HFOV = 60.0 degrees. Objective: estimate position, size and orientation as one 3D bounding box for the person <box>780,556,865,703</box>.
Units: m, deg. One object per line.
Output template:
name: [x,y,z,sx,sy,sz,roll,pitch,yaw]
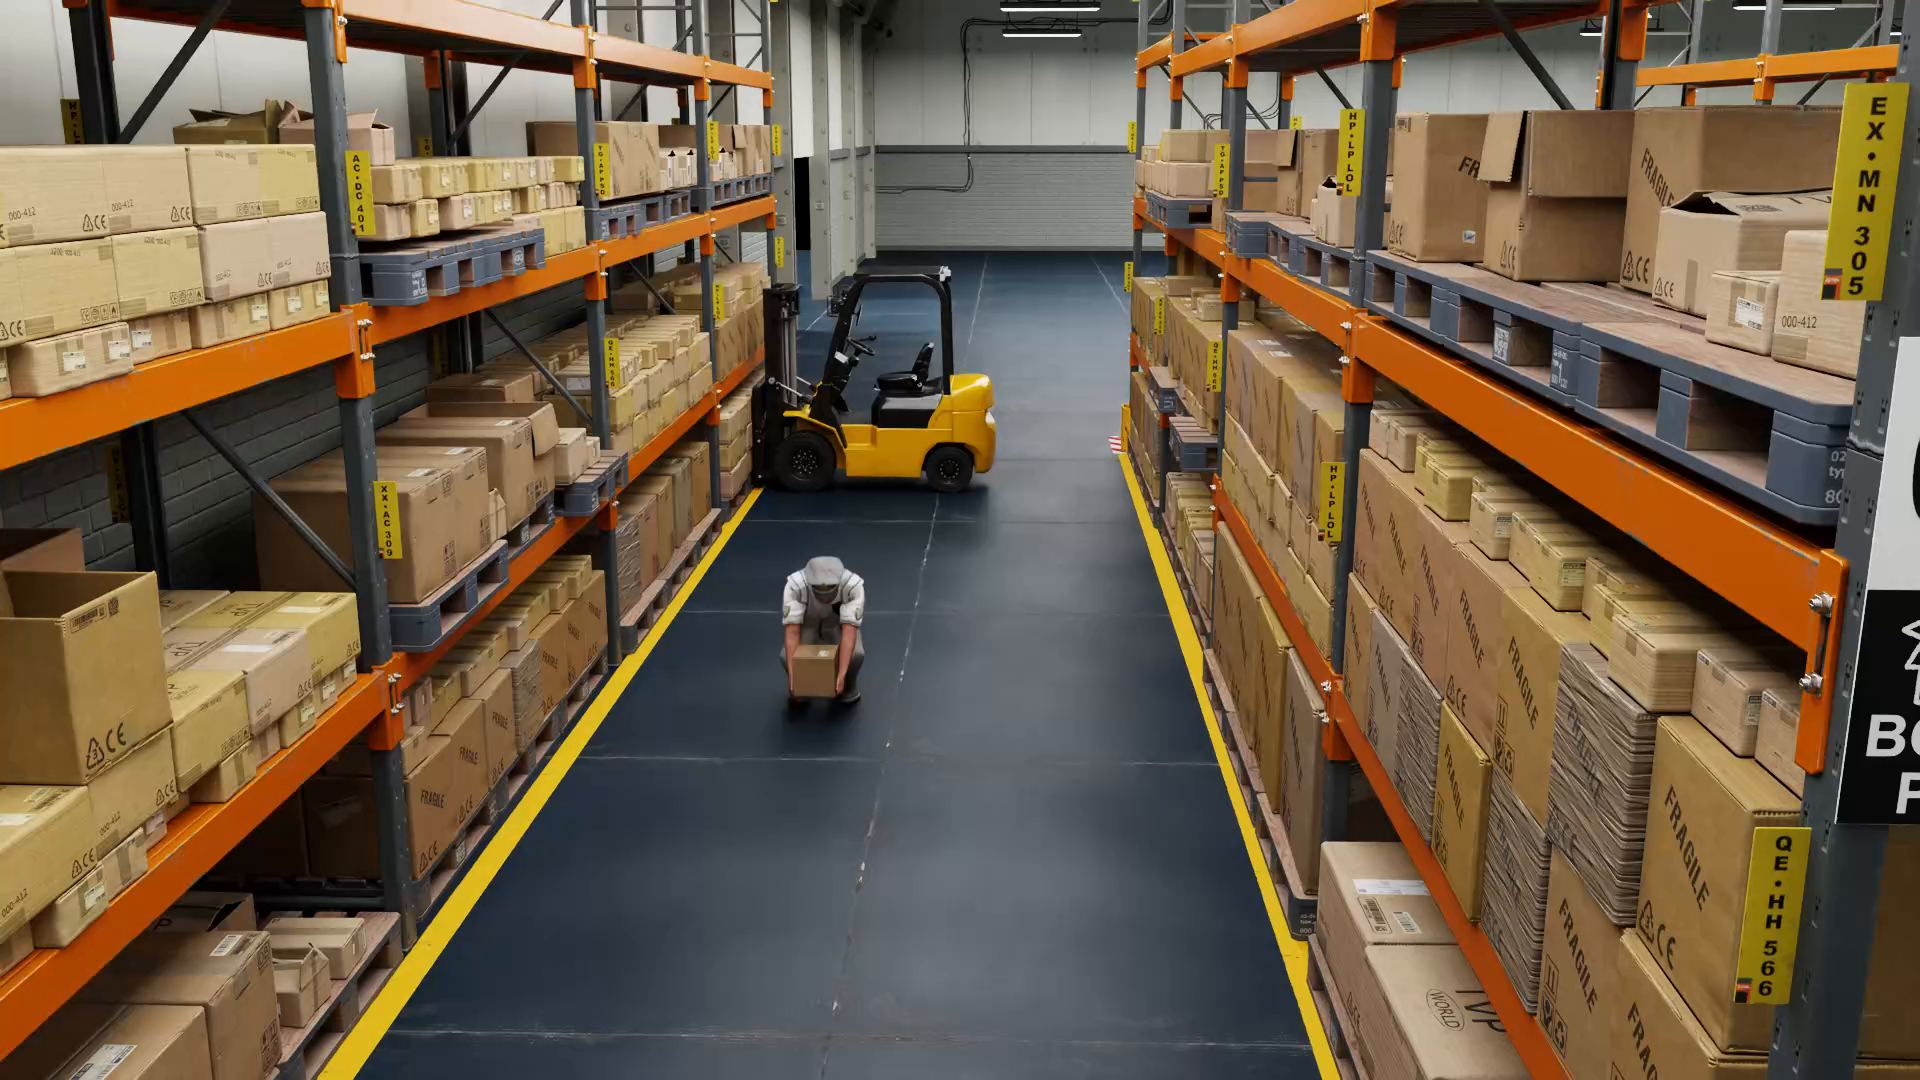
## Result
person: [-0.854,0.534,10.369,0.533,1.023,0.919,0,14,0]
